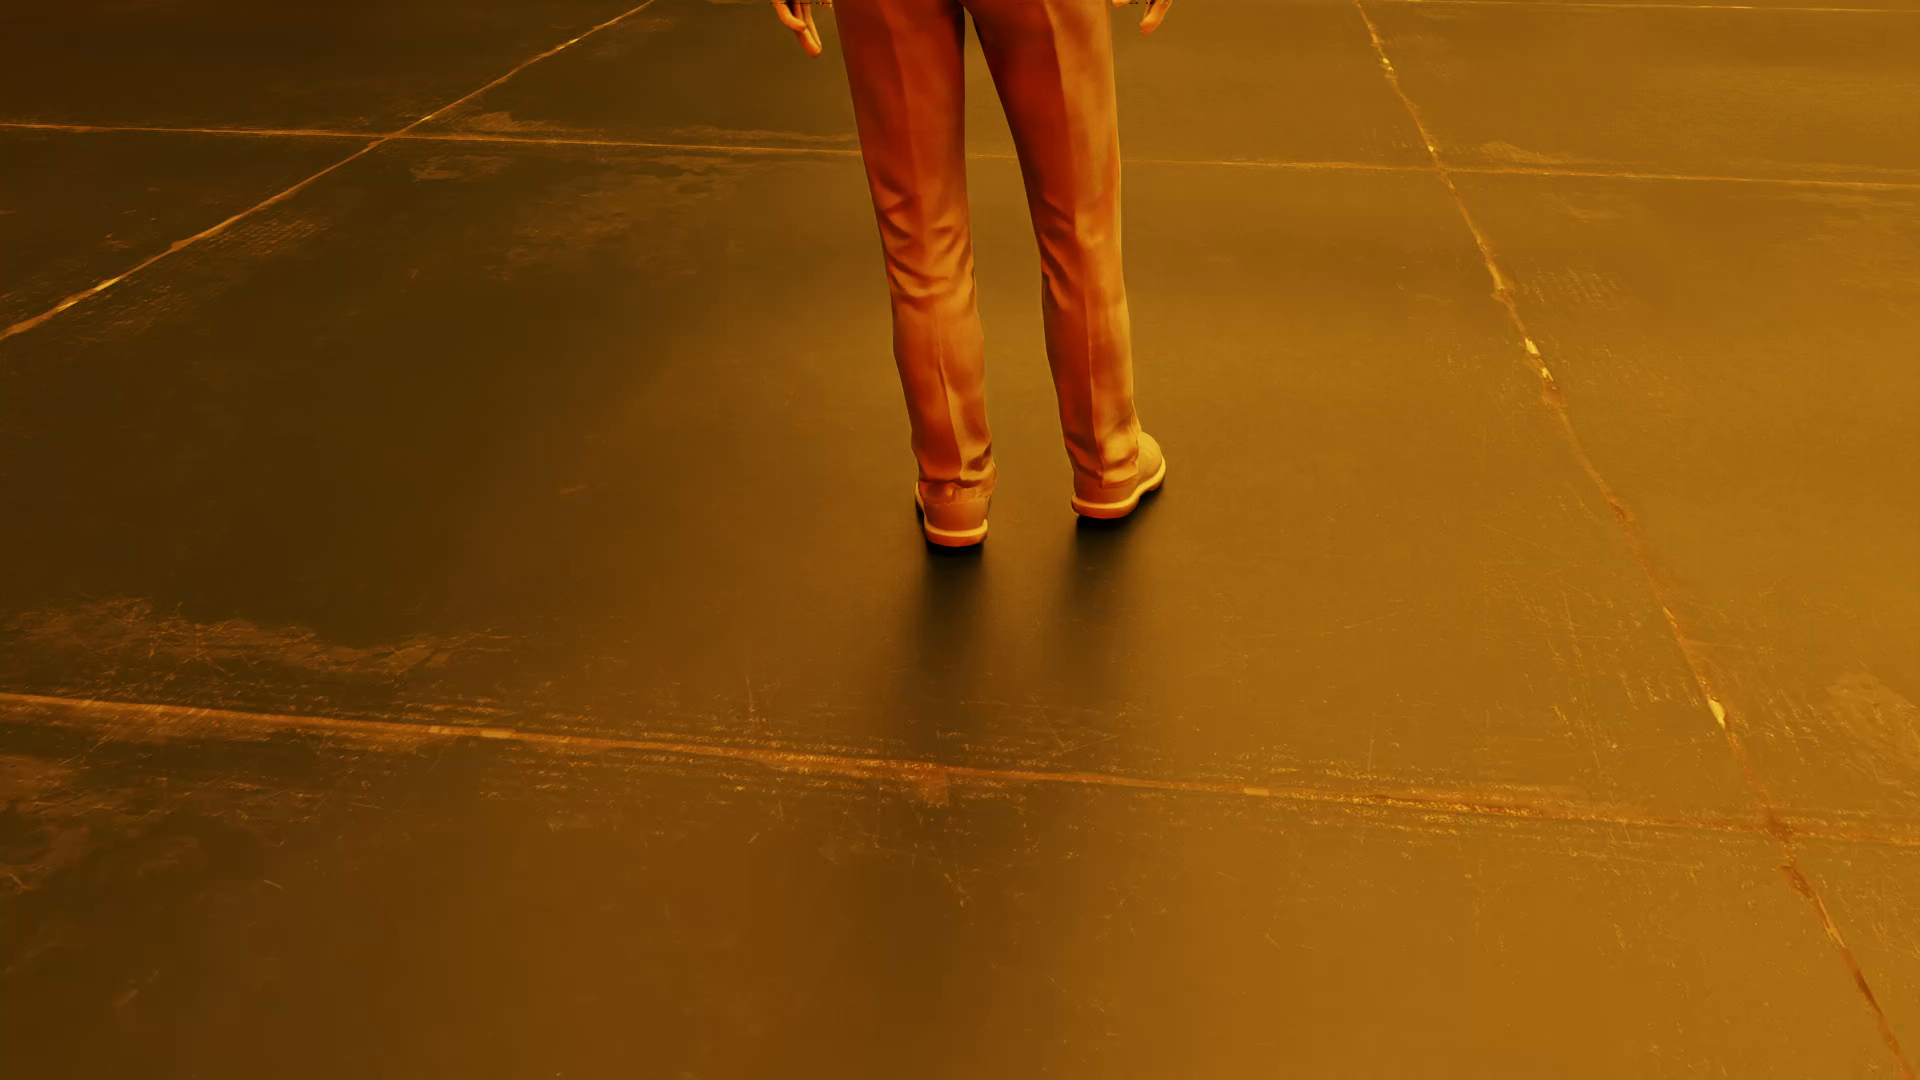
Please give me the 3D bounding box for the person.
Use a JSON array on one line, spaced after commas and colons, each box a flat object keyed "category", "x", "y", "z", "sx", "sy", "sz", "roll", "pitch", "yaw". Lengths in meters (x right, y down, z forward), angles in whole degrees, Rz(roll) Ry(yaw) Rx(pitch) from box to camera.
[{"category": "person", "x": 0.015, "y": -0.794, "z": 2.177, "sx": 0.588, "sy": 1.696, "sz": 0.533, "roll": 3, "pitch": 27, "yaw": 7}]
